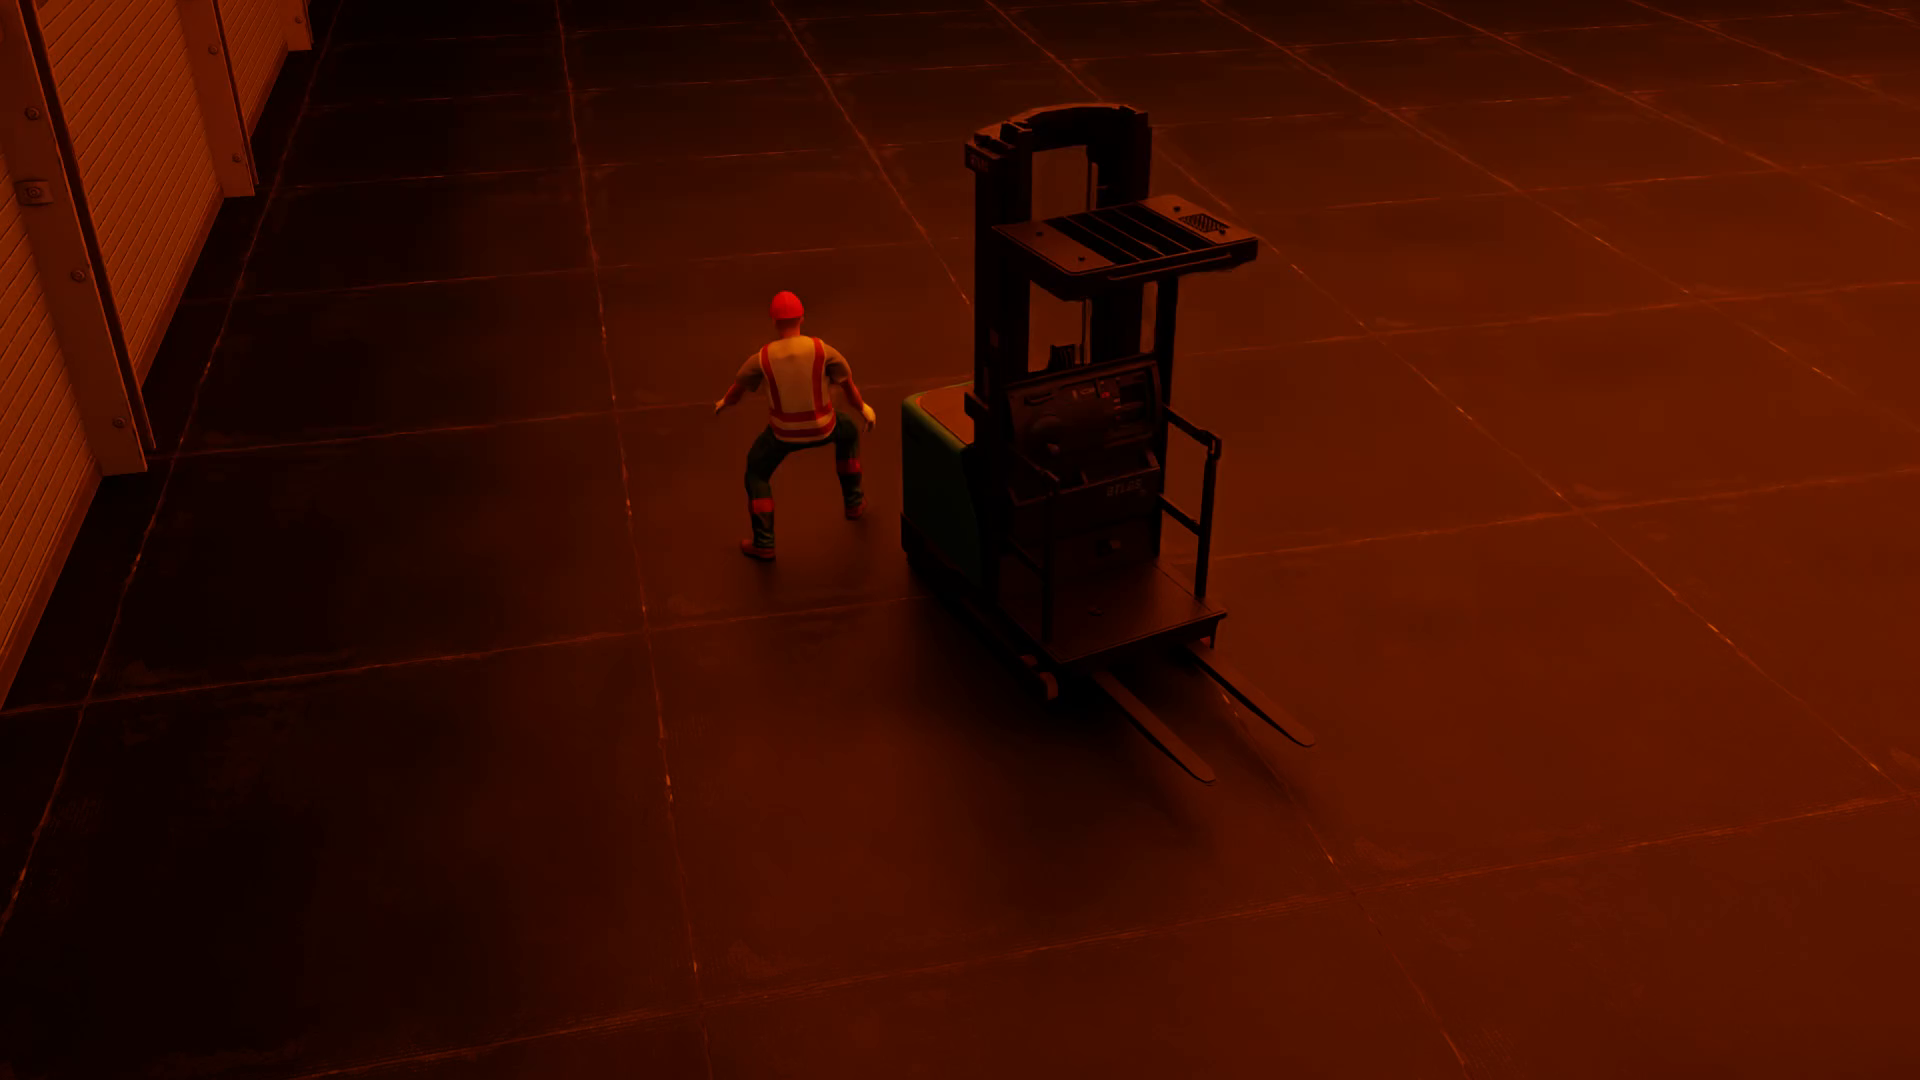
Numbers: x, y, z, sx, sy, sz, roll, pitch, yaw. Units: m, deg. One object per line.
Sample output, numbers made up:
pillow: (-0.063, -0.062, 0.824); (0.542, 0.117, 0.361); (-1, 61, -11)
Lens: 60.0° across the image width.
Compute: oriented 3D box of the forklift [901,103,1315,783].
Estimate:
forklift: (0.772, -0.651, 8.699); (1.130, 2.935, 3.031); (-15, 33, -24)

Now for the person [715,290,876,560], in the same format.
person: (-1.010, -0.746, 10.175); (0.994, 1.649, 0.680); (-2, 30, -4)
